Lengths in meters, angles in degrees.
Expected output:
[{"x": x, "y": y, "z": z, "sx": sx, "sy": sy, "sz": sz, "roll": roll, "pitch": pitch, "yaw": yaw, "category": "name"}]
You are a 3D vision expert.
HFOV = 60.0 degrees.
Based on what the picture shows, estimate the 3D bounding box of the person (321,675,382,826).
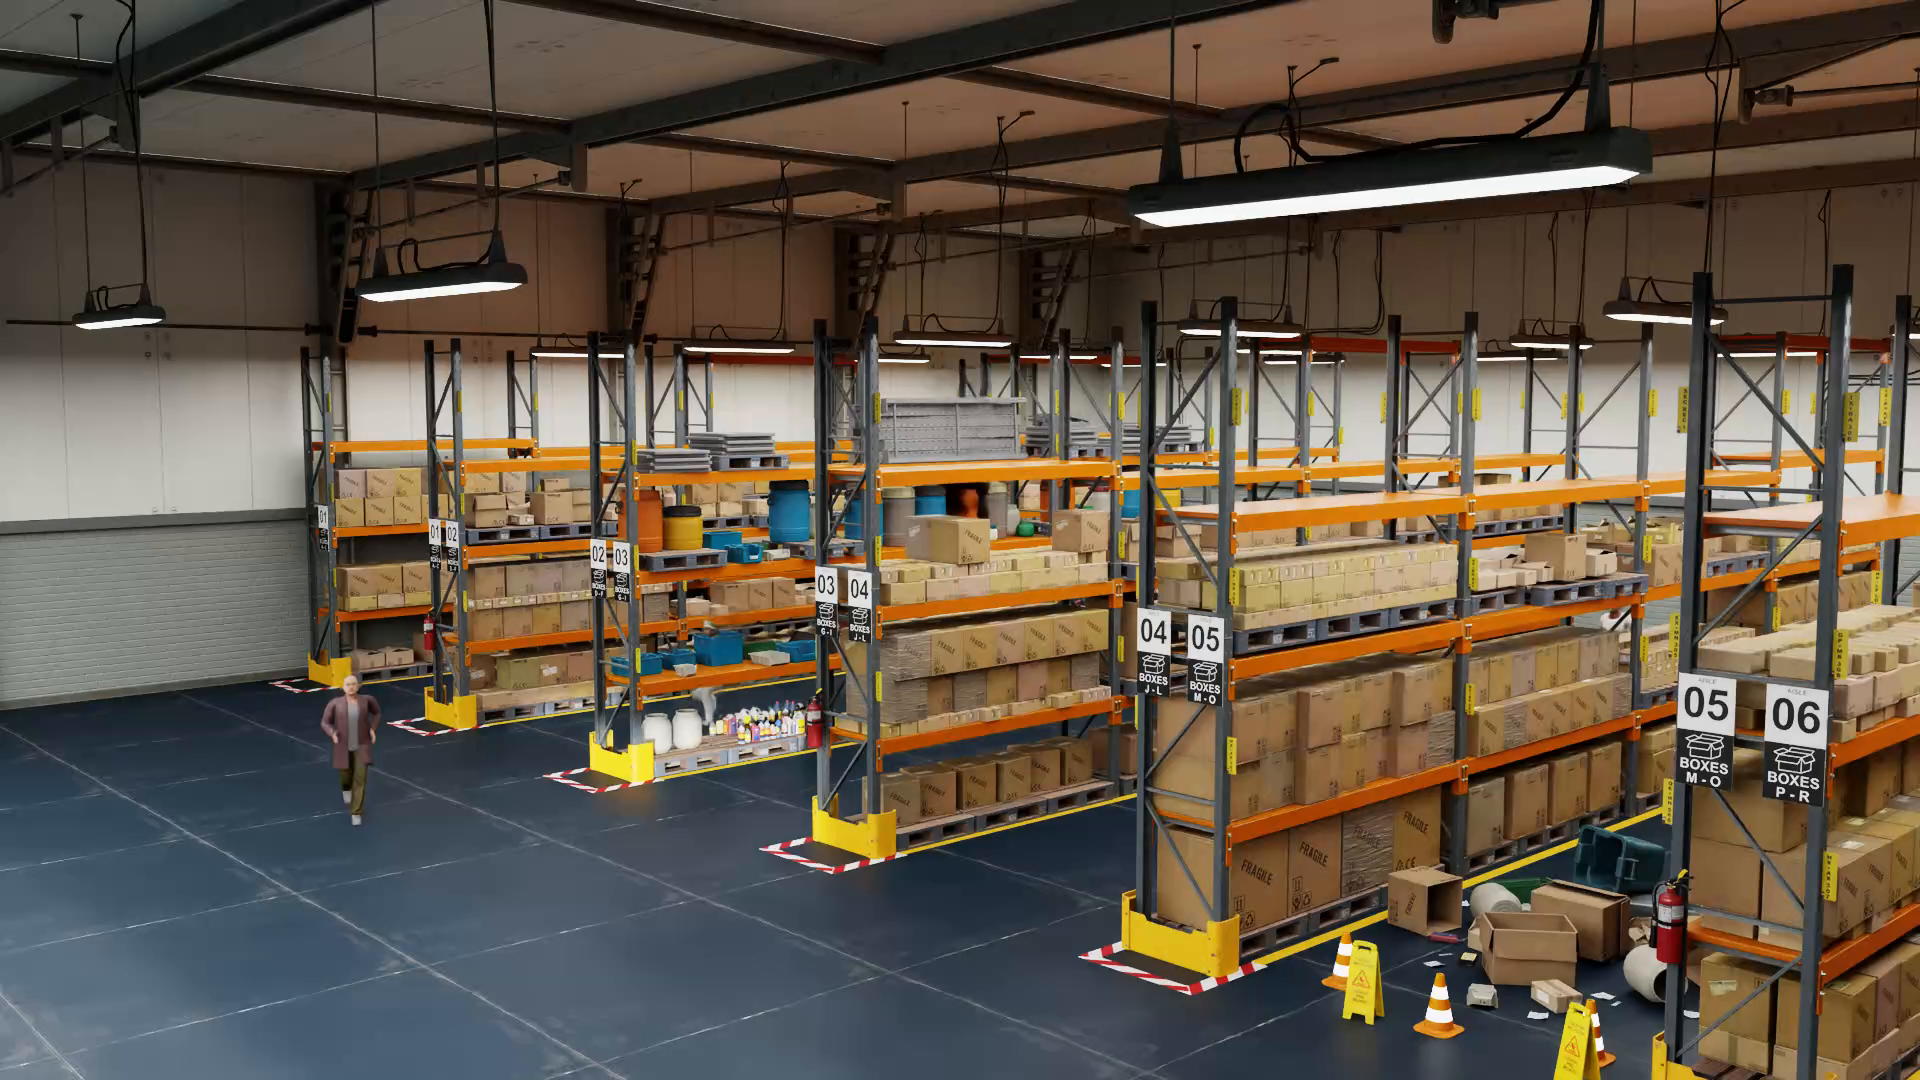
[{"x": -7.376, "y": 2.517, "z": 20.211, "sx": 0.711, "sy": 1.764, "sz": 0.923, "roll": -2, "pitch": 5, "yaw": -23, "category": "person"}]

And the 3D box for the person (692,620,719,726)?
[{"x": -3.914, "y": 2.056, "z": 25.807, "sx": 0.574, "sy": 1.649, "sz": 0.564, "roll": 3, "pitch": 6, "yaw": 33, "category": "person"}]

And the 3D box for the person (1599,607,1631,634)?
[{"x": 10.955, "y": 1.823, "z": 27.760, "sx": 0.712, "sy": 1.748, "sz": 0.964, "roll": 4, "pitch": 7, "yaw": 39, "category": "person"}]
